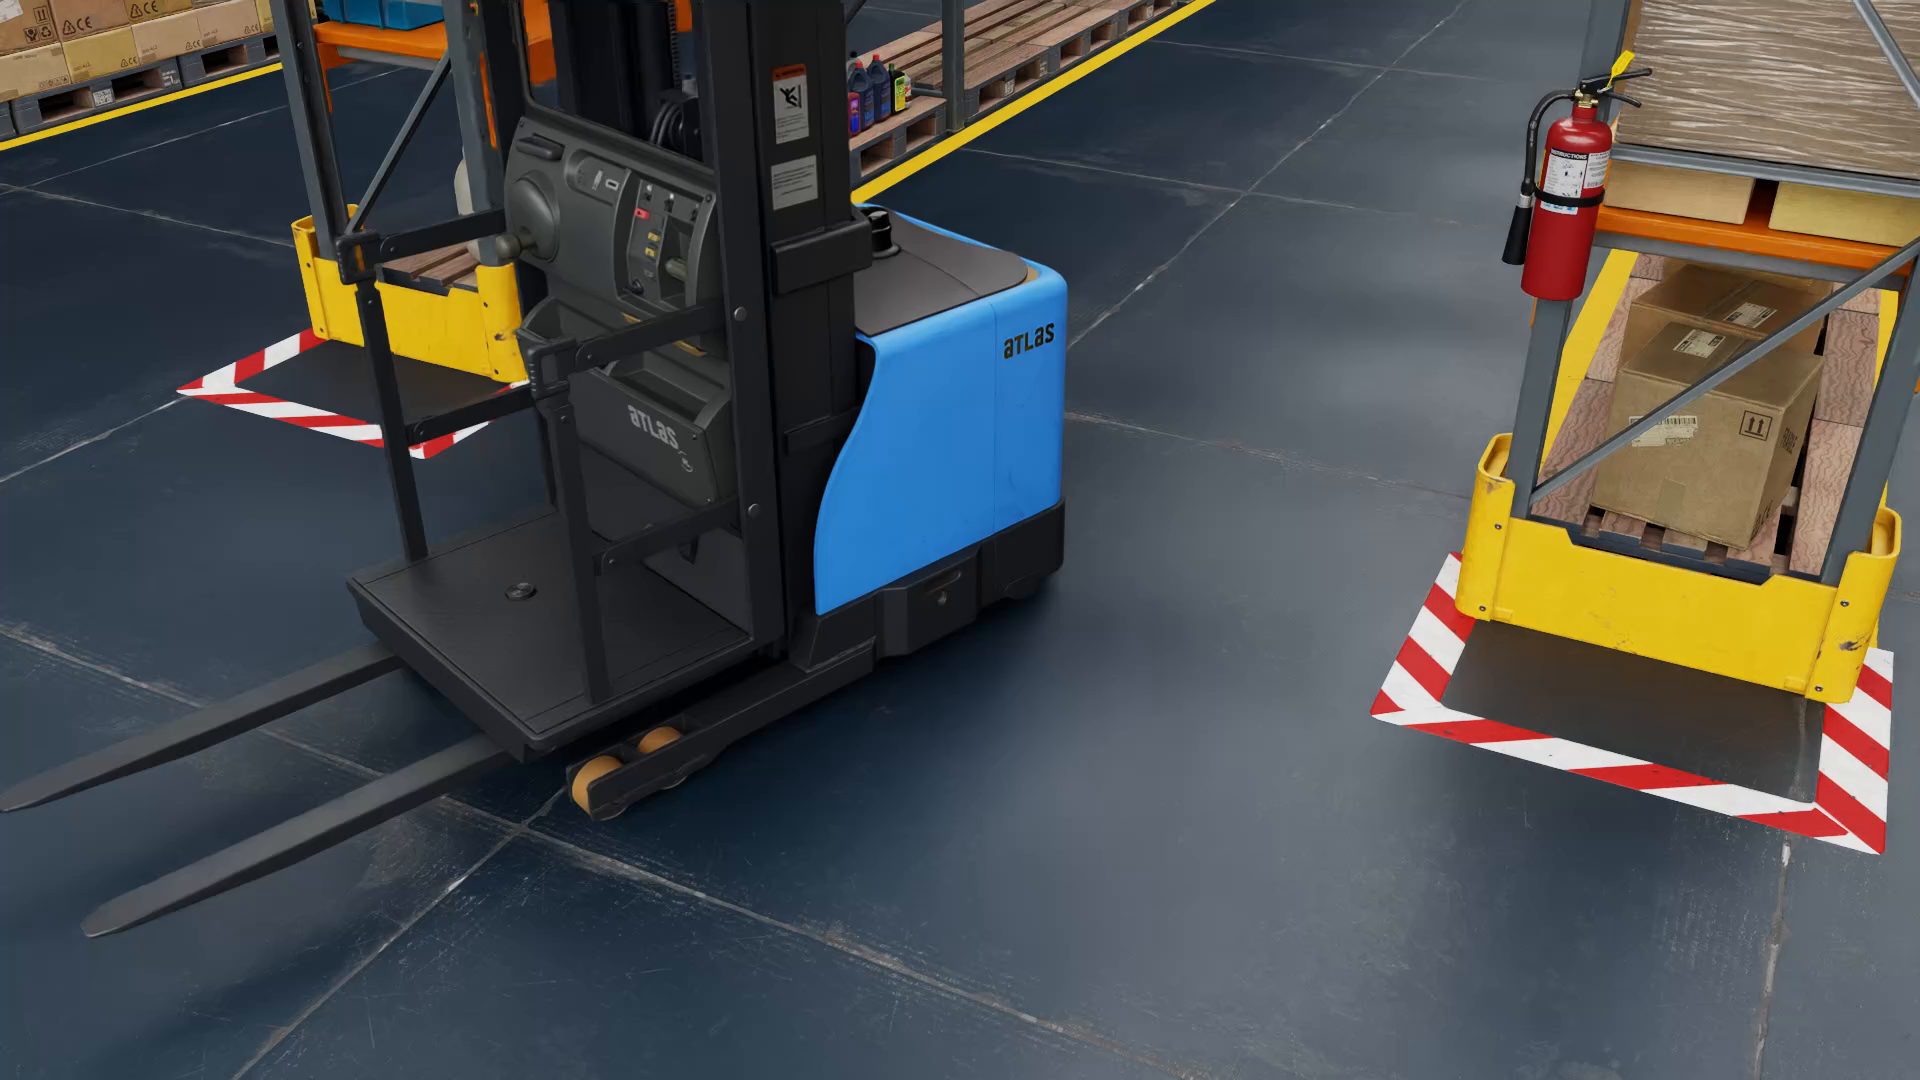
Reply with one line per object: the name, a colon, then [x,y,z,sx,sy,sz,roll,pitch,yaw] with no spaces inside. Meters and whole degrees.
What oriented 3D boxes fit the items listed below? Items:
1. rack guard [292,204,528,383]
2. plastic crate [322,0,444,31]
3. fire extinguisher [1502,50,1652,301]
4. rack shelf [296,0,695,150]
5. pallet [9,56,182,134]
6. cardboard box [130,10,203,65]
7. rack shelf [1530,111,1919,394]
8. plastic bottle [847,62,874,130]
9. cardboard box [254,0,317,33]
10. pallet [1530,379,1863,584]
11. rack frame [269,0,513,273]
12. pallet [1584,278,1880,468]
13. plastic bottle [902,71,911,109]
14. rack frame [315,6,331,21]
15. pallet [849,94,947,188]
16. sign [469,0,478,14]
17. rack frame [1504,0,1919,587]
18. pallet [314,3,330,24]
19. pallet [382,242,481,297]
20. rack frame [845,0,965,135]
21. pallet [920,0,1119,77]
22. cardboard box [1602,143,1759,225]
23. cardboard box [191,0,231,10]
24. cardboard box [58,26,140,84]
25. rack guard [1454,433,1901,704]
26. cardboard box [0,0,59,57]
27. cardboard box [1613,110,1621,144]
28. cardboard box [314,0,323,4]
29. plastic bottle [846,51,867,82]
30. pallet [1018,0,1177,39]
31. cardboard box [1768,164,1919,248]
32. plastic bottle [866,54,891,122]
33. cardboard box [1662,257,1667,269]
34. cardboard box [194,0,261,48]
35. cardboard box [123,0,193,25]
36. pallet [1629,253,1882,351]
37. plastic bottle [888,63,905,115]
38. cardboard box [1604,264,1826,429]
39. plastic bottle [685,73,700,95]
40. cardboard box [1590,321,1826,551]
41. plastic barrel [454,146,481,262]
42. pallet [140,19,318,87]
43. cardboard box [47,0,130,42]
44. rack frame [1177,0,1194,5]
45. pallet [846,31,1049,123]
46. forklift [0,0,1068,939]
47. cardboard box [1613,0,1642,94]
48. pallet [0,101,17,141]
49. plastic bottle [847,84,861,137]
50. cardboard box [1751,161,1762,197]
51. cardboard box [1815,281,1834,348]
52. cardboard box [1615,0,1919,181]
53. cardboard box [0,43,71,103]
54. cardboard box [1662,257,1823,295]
rack guard: [-2.275,-1.065,7.102,1.175,0.500,0.348,14,33,23]
plastic crate: [-2.306,-2.330,6.944,0.499,0.251,0.616,14,33,23]
fire extinguisher: [1.679,-1.001,4.558,0.296,0.674,0.183,14,33,23]
rack shelf: [-1.357,-2.679,8.125,1.077,0.370,4.000,14,33,23]
pallet: [-5.807,-2.908,10.601,1.003,0.211,1.213,14,33,23]
cardboard box: [-5.321,-3.293,10.812,0.500,0.250,0.500,14,33,23]
rack shelf: [3.053,-1.555,6.169,1.077,0.370,4.000,14,33,23]
plastic bottle: [-0.570,-2.484,9.281,0.144,0.351,0.185,13,32,21]
cardboard box: [-4.870,-3.737,11.586,0.500,0.250,0.500,14,33,23]
pallet: [2.578,-0.157,5.812,1.003,0.211,1.213,14,33,23]
rack frame: [-2.268,-2.104,6.402,1.000,3.000,0.127,14,33,23]
pallet: [3.135,-0.696,6.750,1.003,0.211,1.213,14,33,23]
plastic bottle: [-0.333,-2.623,9.674,0.097,0.201,0.097,0,30,0]
rack frame: [-4.853,-5.003,11.450,1.000,3.000,0.127,14,33,23]
pallet: [-0.789,-2.380,9.682,1.003,0.211,1.213,14,33,23]
sign: [-1.780,-2.098,6.113,0.100,0.325,0.005,14,33,23]
rack frame: [2.142,-0.981,4.446,1.000,3.000,0.127,14,33,23]
pallet: [-4.552,-4.129,12.728,1.003,0.211,1.213,14,33,23]
pallet: [-1.900,-1.298,7.799,1.003,0.211,1.213,14,33,23]
rack frame: [-0.445,-3.877,9.490,1.000,3.000,0.127,14,33,23]
pallet: [0.432,-3.568,11.751,1.003,0.211,1.213,14,33,23]
cardboard box: [2.088,-1.045,4.810,0.380,0.149,0.250,14,33,23]
cardboard box: [-5.108,-3.844,11.017,0.500,0.500,0.500,14,33,23]
cardboard box: [-5.548,-3.071,10.425,0.500,0.250,0.500,14,33,23]
rack guard: [2.176,0.070,5.127,1.175,0.500,0.348,14,33,23]
cardboard box: [-5.791,-3.178,9.859,0.500,0.500,0.500,14,33,23]
cardboard box: [2.270,-1.278,5.216,0.380,0.149,0.250,14,33,23]
cardboard box: [-4.449,-4.115,12.243,0.500,0.250,0.500,13,33,22]
plastic bottle: [-0.611,-2.601,9.486,0.144,0.351,0.185,14,33,23]
pallet: [0.989,-4.107,12.690,1.003,0.211,1.213,14,33,23]
cardboard box: [2.484,-0.944,4.634,0.380,0.149,0.250,14,33,23]
plastic bottle: [-0.482,-2.569,9.429,0.144,0.351,0.185,13,32,22]
cardboard box: [3.492,-1.428,7.313,0.500,0.500,0.500,-26,39,-37]
cardboard box: [-5.107,-3.518,11.203,0.500,0.250,0.500,14,33,23]
cardboard box: [-5.333,-3.621,10.630,0.500,0.500,0.500,14,33,23]
pallet: [3.689,-1.239,7.695,1.003,0.211,1.213,14,33,23]
plastic bottle: [-0.371,-2.602,9.555,0.061,0.283,0.133,16,34,26]
cardboard box: [2.683,-0.625,5.914,0.500,0.500,0.500,24,38,36]
plastic bottle: [-1.462,-2.384,9.107,0.144,0.351,0.185,14,33,23]
cardboard box: [2.441,-0.352,5.439,0.500,0.500,0.500,21,36,32]
plastic barrel: [-2.036,-1.517,7.455,0.421,0.512,0.421,0,30,0]
pallet: [-5.253,-3.451,11.547,1.003,0.211,1.213,14,33,23]
cardboard box: [-5.547,-3.396,10.238,0.500,0.500,0.500,14,33,23]
rack frame: [1.377,-5.651,12.578,1.000,3.000,0.127,14,33,23]
pallet: [-0.122,-3.025,10.806,1.003,0.211,1.213,14,33,23]
forklift: [-1.082,-0.817,4.229,3.031,2.935,1.130,-25,38,-36]
cardboard box: [2.537,-1.639,5.194,0.875,0.500,0.500,14,33,23]
pallet: [-6.364,-2.369,9.663,1.003,0.211,1.213,14,33,23]
plastic bottle: [-0.607,-2.373,9.156,0.061,0.283,0.133,17,34,27]
cardboard box: [2.202,-1.156,5.002,0.380,0.149,0.250,14,33,23]
cardboard box: [3.279,-1.135,6.803,0.500,0.500,0.500,11,32,19]
cardboard box: [2.417,-1.391,4.760,0.875,0.500,0.500,14,33,23]
cardboard box: [-5.780,-2.851,10.041,0.500,0.250,0.500,14,33,23]
cardboard box: [2.985,-0.898,6.390,0.500,0.500,0.500,18,34,28]
